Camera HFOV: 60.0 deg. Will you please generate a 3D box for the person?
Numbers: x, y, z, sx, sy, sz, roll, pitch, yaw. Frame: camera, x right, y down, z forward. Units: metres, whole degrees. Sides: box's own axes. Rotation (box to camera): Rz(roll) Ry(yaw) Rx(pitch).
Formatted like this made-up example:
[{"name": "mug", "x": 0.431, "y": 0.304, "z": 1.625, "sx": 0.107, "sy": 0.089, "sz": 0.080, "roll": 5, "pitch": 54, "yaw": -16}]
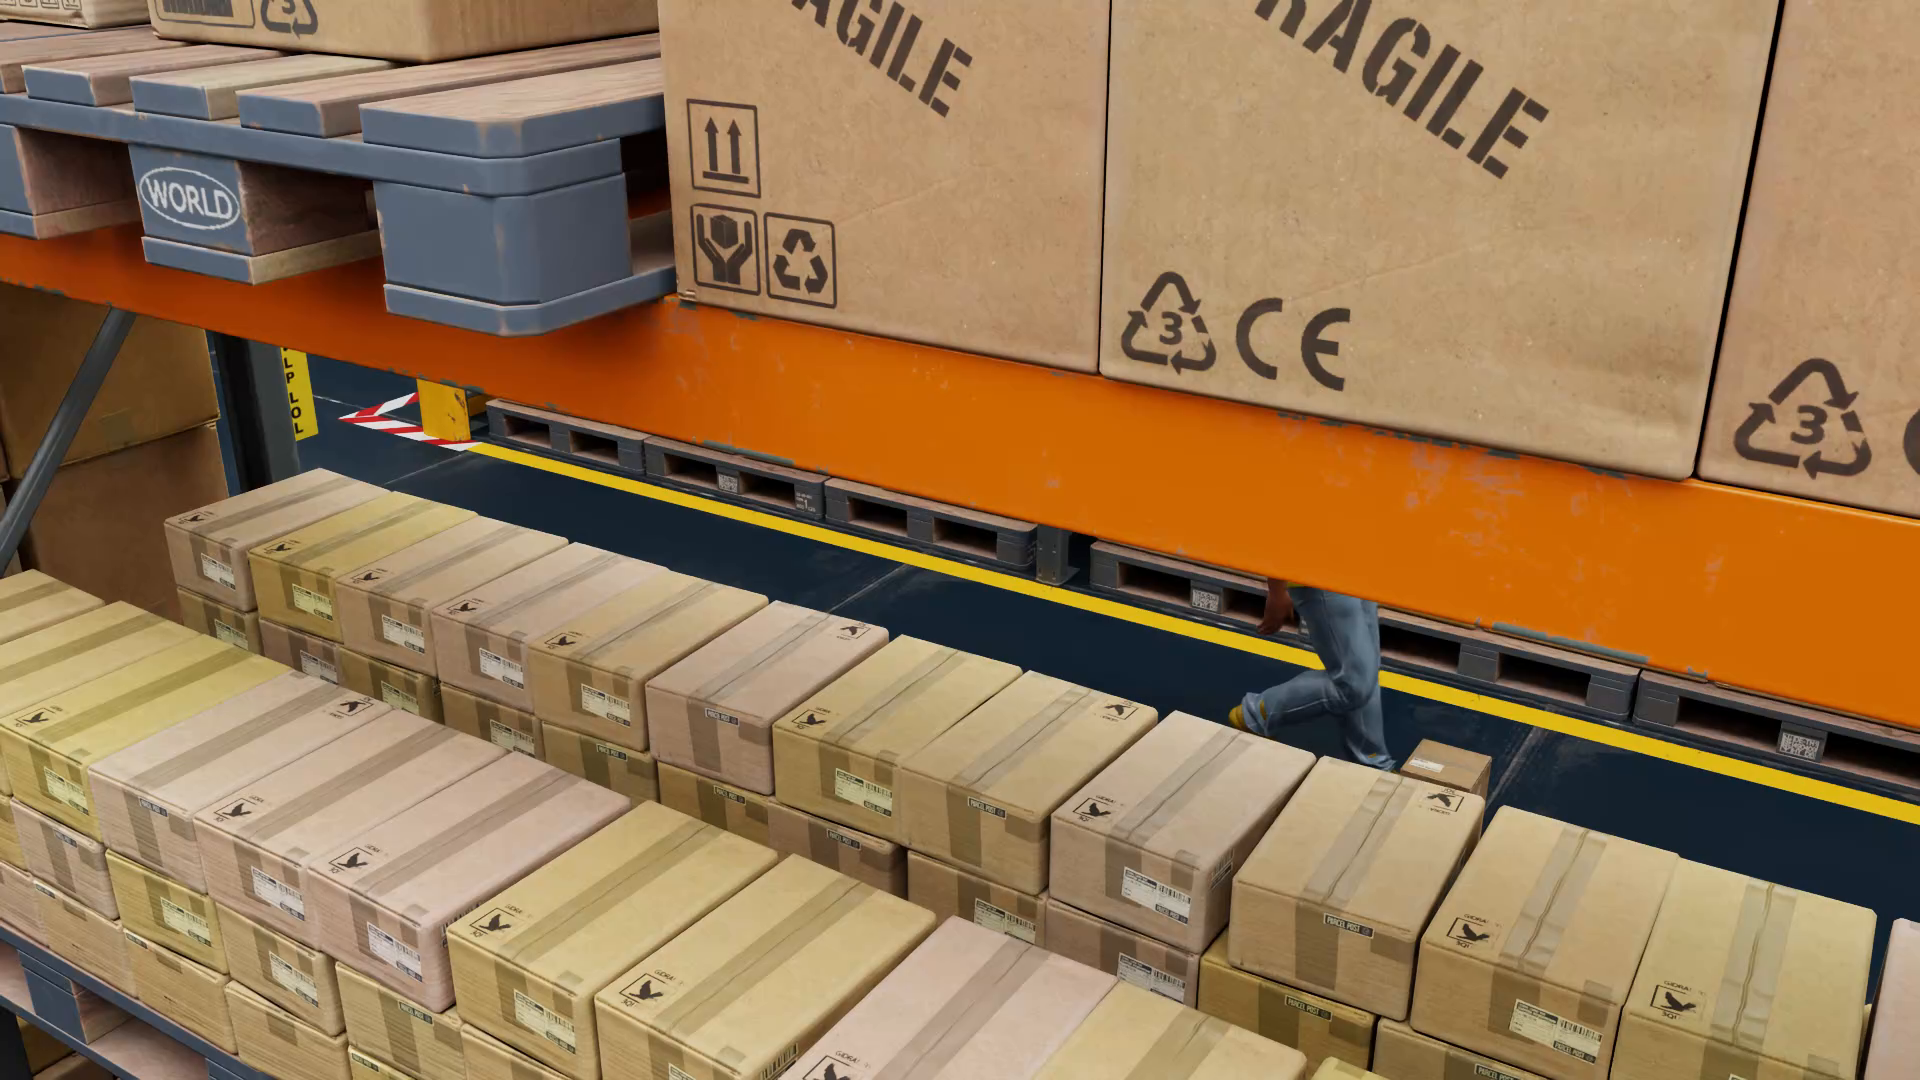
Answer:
[{"name": "person", "x": 1.370, "y": 0.122, "z": 5.802, "sx": 0.761, "sy": 1.722, "sz": 0.636, "roll": 11, "pitch": 25, "yaw": 24}]
